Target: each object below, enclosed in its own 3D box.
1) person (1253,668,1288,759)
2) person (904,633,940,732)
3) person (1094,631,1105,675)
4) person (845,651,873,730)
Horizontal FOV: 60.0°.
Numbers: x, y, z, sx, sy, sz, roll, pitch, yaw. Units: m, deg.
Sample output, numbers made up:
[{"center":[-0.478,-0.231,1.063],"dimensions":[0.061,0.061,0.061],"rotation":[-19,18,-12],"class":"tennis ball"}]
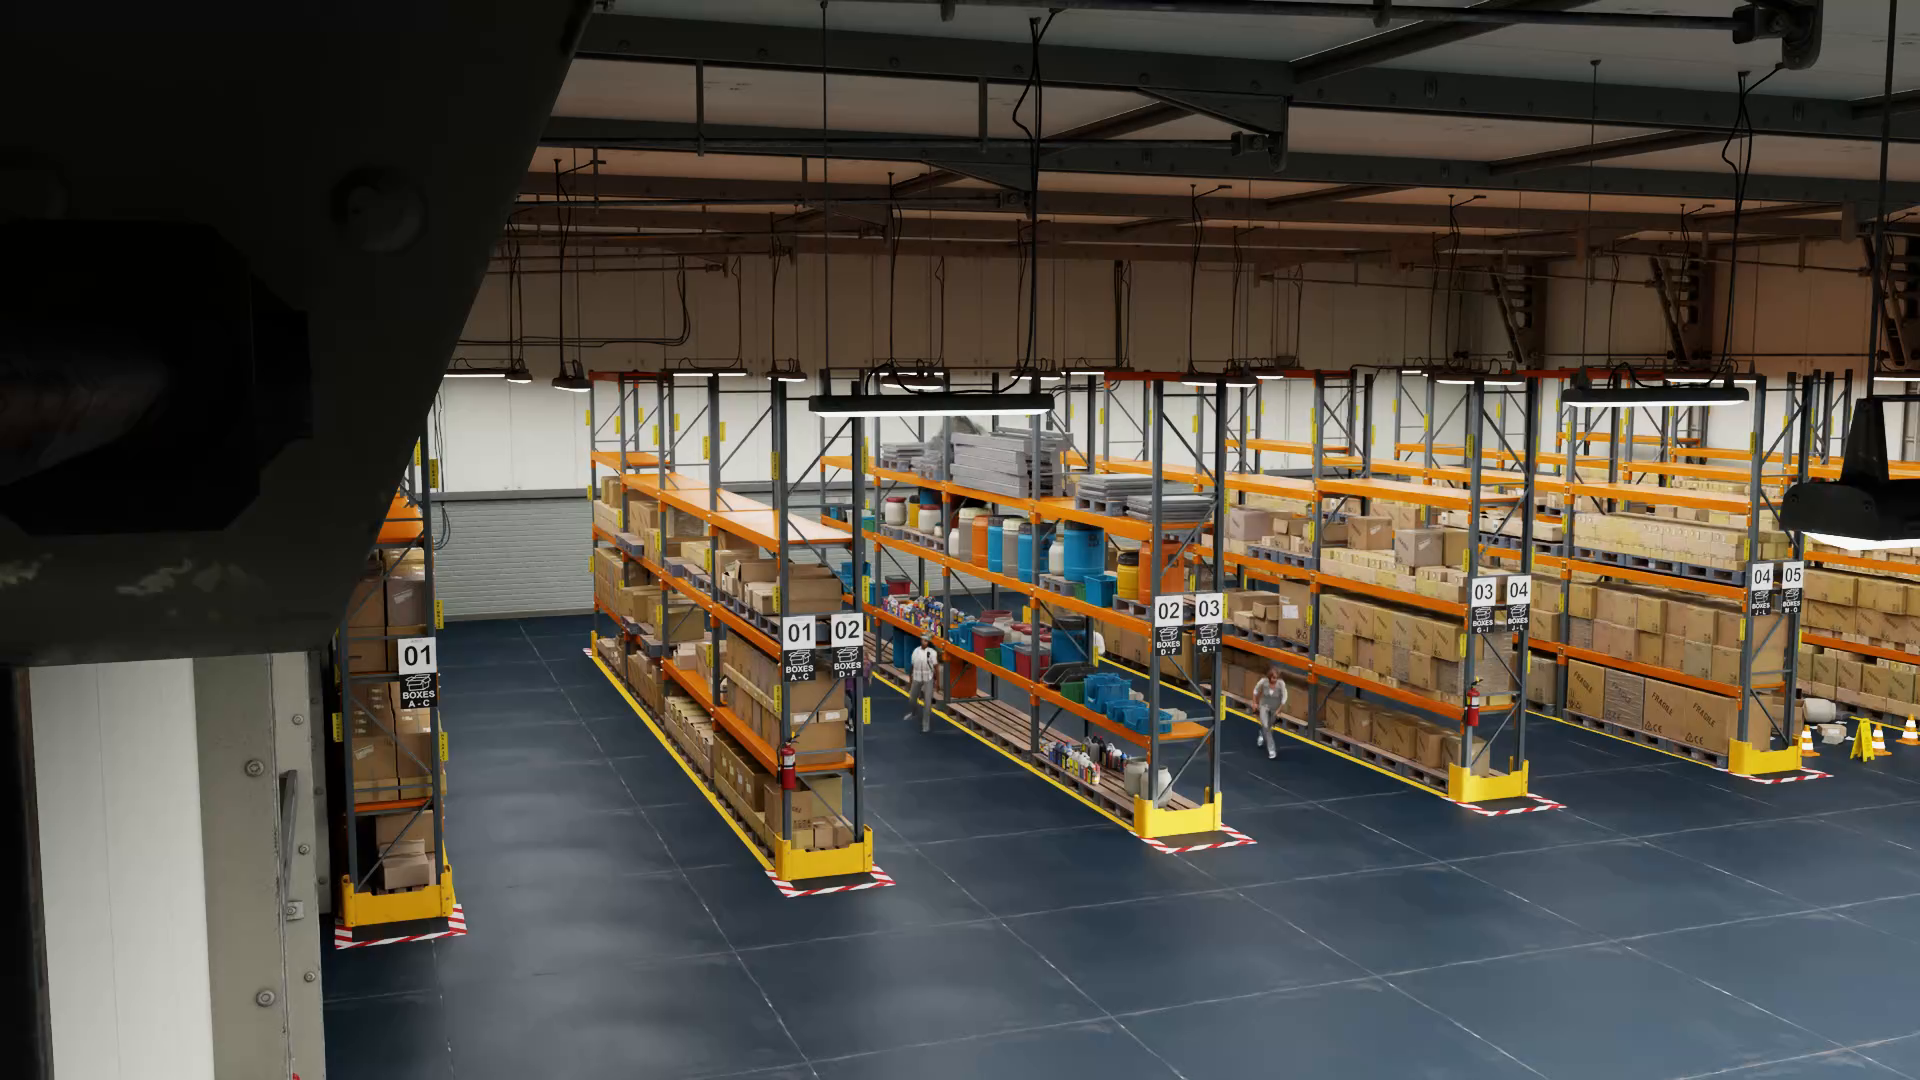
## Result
[{"center":[4.895,2.666,26.349],"dimensions":[0.538,1.441,0.991],"rotation":[0,6,4],"class":"person"},{"center":[-0.656,2.366,28.126],"dimensions":[0.686,1.671,0.617],"rotation":[1,6,9],"class":"person"},{"center":[2.172,2.208,29.710],"dimensions":[0.809,1.705,0.652],"rotation":[0,6,-3],"class":"person"},{"center":[-1.753,2.520,27.701],"dimensions":[0.576,1.438,0.848],"rotation":[-3,7,-28],"class":"person"}]
